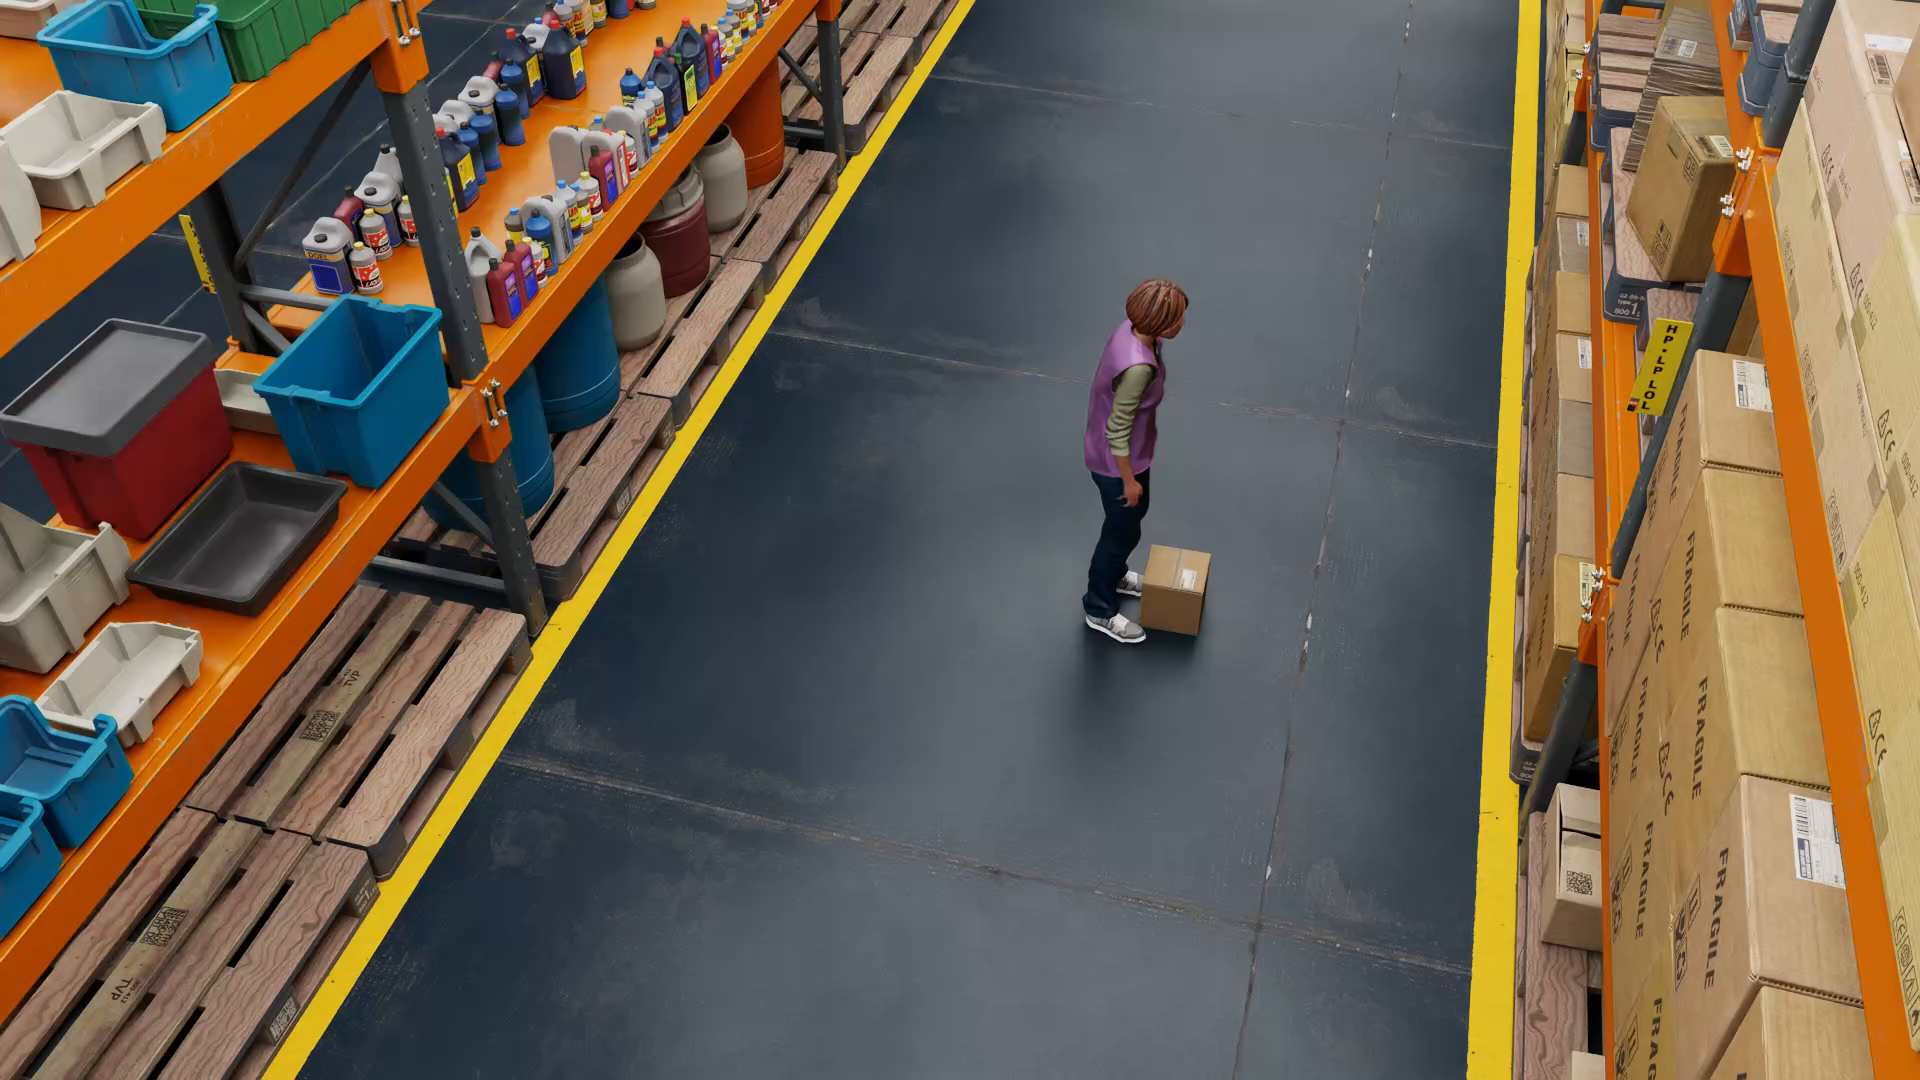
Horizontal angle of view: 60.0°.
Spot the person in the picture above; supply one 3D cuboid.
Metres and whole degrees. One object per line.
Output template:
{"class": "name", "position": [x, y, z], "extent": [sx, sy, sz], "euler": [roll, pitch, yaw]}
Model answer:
{"class": "person", "position": [0.659, -0.327, 6.544], "extent": [0.342, 1.582, 0.485], "euler": [8, 42, 9]}
